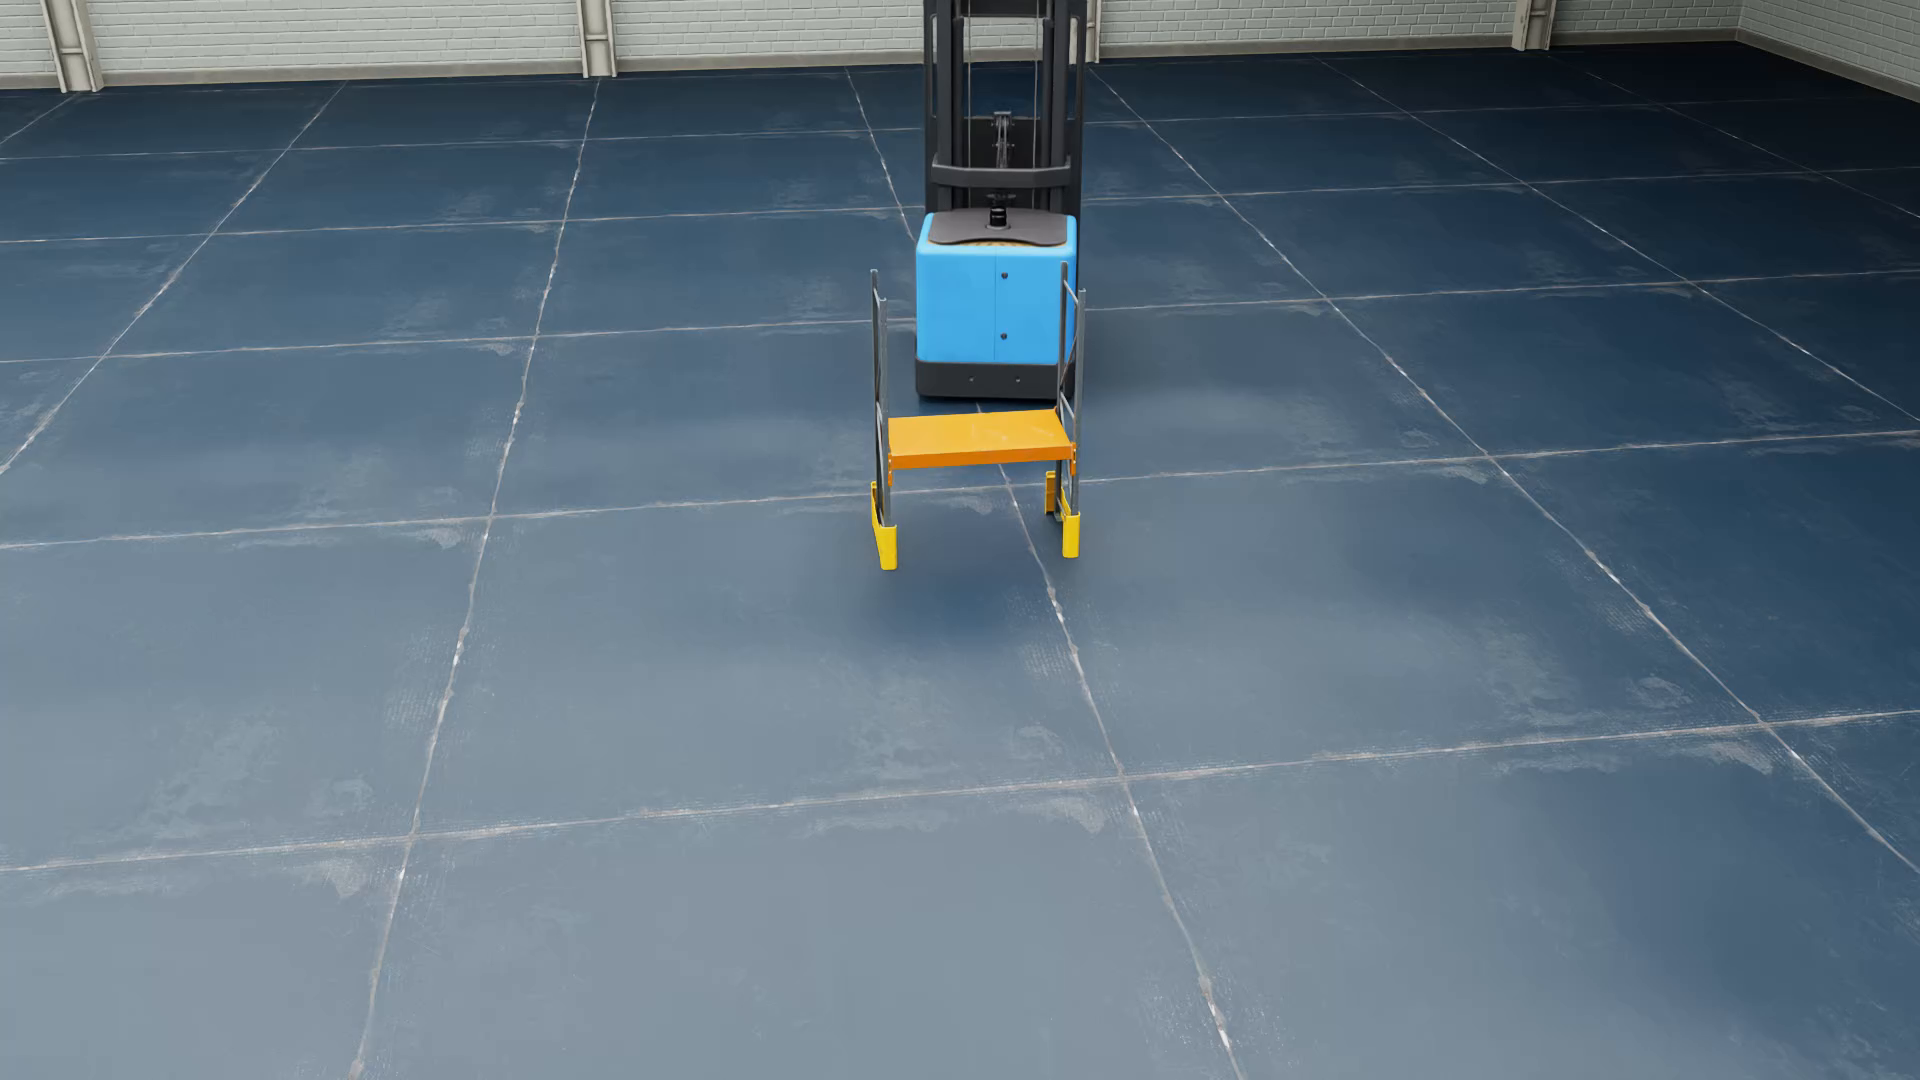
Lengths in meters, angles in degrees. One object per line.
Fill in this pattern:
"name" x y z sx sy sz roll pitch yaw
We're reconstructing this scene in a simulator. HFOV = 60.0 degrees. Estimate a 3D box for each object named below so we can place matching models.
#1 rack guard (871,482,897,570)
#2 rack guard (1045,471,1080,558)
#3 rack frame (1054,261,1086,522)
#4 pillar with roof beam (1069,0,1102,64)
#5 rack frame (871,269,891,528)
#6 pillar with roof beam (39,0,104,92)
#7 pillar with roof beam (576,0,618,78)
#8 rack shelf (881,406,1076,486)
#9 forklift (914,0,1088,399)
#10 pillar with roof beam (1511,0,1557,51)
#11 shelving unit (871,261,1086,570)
"rack guard" -0.418 -0.084 9.141 0.087 0.250 0.587 -4 27 -7
"rack guard" 0.569 -0.148 9.264 0.087 0.250 0.587 -4 27 -7
"rack frame" 0.588 -0.705 8.981 0.032 1.500 0.500 -4 27 -7
"pillar with roof beam" 2.142 -8.140 15.256 0.400 9.000 9.100 -4 27 -7
"rack frame" -0.419 -0.640 8.855 0.032 1.500 0.500 -4 27 -7
"pillar with roof beam" -9.741 -7.376 13.769 0.400 9.000 9.100 -4 27 -7
"pillar with roof beam" -3.799 -7.758 14.512 0.400 9.000 9.100 -4 27 -7
"rack shelf" 0.084 -0.513 9.000 1.000 0.185 0.538 -4 27 -7
"forklift" 0.315 -2.863 11.620 1.130 2.935 3.031 2 27 3
"pillar with roof beam" 8.084 -8.521 16.000 0.400 9.000 9.100 -4 27 -7
"shelving unit" 0.075 -0.672 8.917 1.083 1.500 0.587 -4 27 -7
